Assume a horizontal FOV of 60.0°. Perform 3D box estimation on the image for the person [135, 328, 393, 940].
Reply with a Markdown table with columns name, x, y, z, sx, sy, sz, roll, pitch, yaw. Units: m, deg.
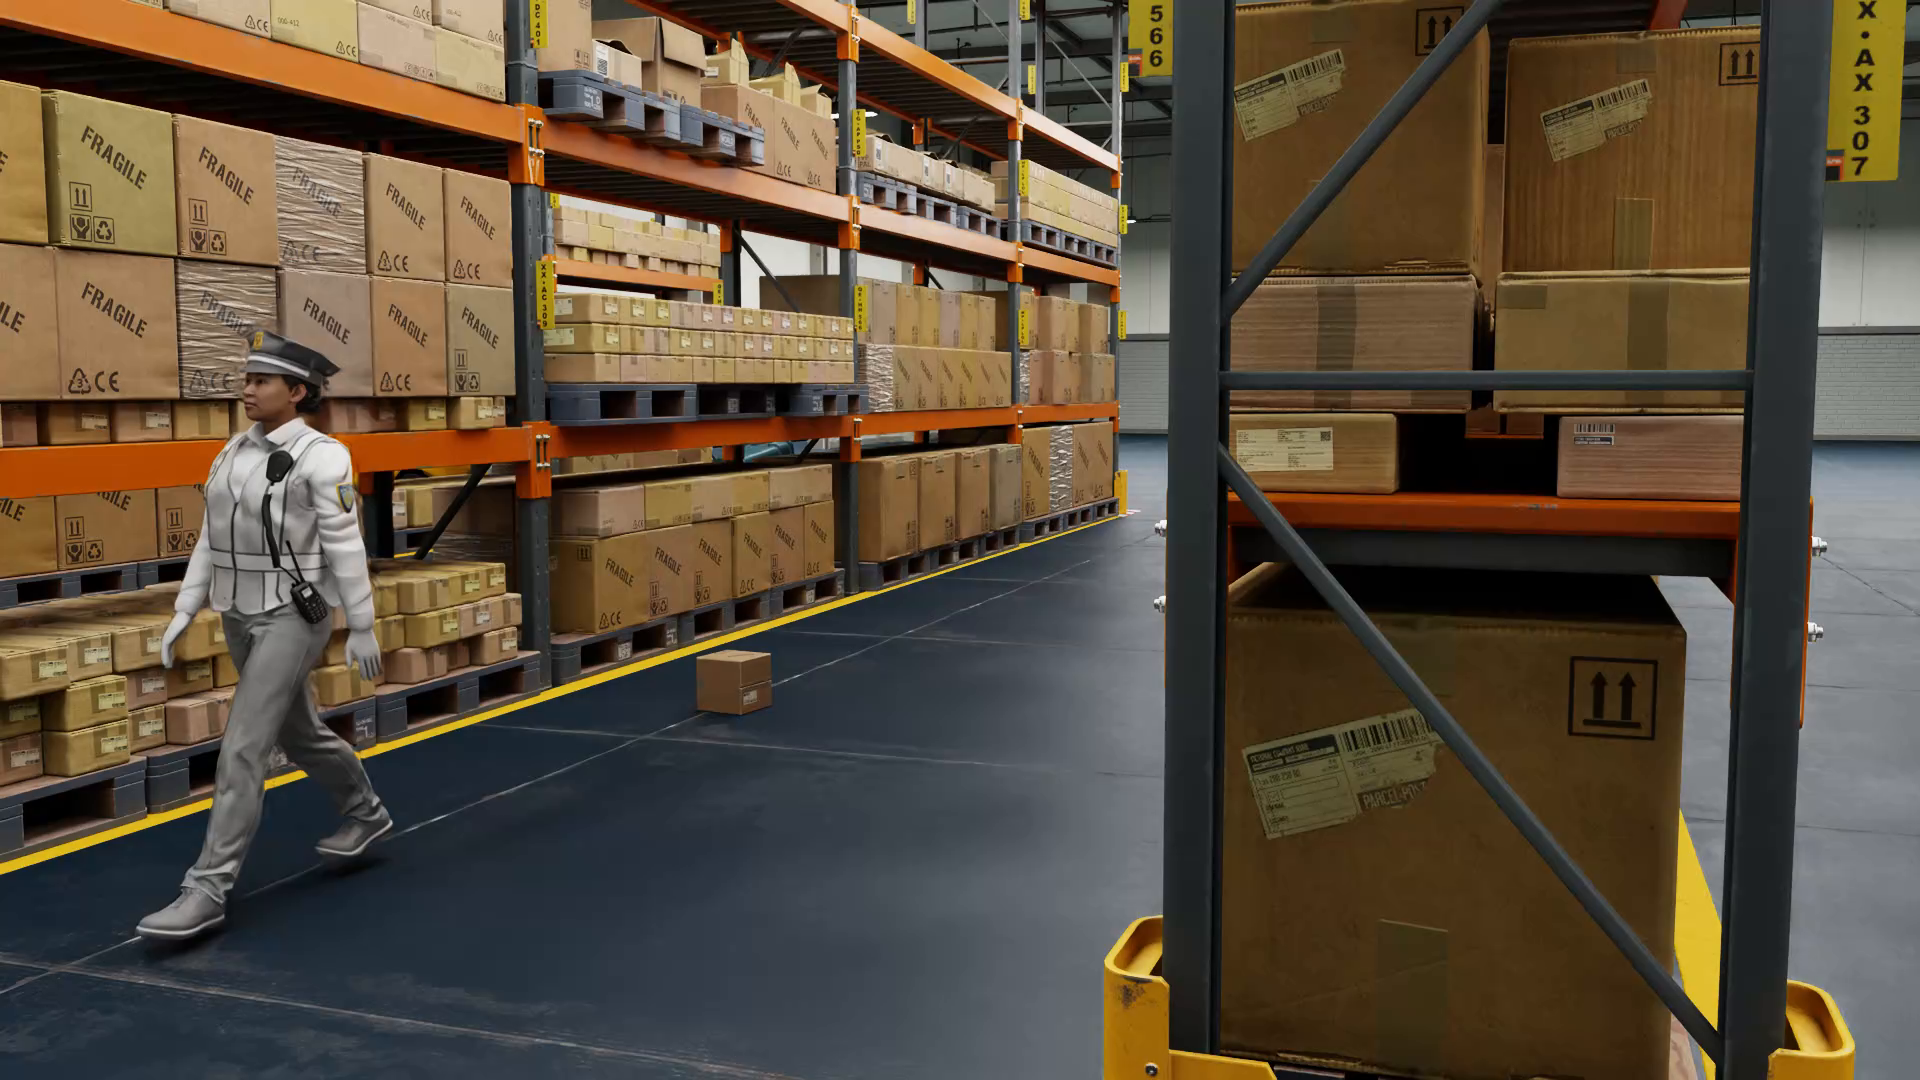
| name | x | y | z | sx | sy | sz | roll | pitch | yaw |
| --- | --- | --- | --- | --- | --- | --- | --- | --- | --- |
| person | -2.002 | 0.215 | 4.760 | 0.521 | 1.632 | 1.012 | 3 | 6 | 30 |
